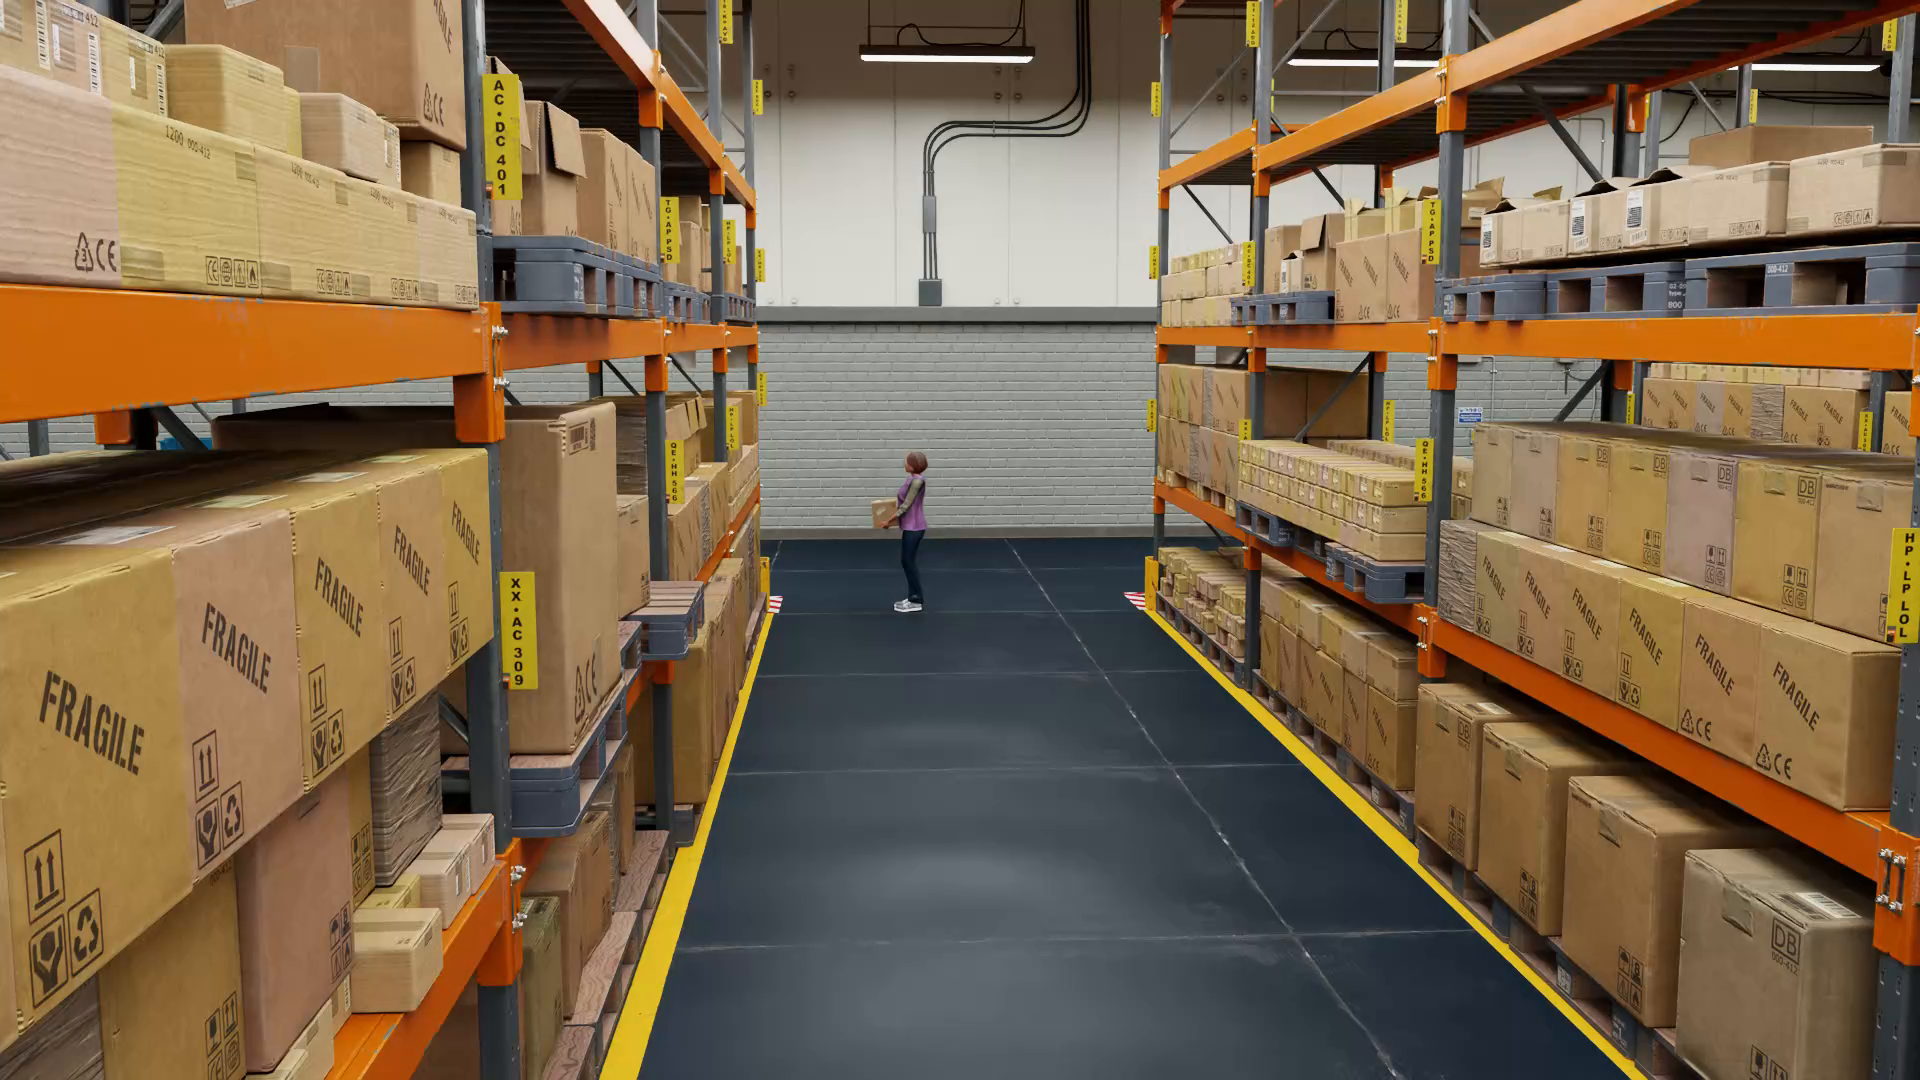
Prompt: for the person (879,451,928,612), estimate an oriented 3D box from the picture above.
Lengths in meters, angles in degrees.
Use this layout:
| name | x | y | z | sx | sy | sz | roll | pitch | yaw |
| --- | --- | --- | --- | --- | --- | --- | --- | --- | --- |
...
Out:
| name | x | y | z | sx | sy | sz | roll | pitch | yaw |
| --- | --- | --- | --- | --- | --- | --- | --- | --- | --- |
| person | -0.564 | -0.089 | 16.532 | 0.493 | 1.589 | 0.408 | 0 | 7 | -4 |
